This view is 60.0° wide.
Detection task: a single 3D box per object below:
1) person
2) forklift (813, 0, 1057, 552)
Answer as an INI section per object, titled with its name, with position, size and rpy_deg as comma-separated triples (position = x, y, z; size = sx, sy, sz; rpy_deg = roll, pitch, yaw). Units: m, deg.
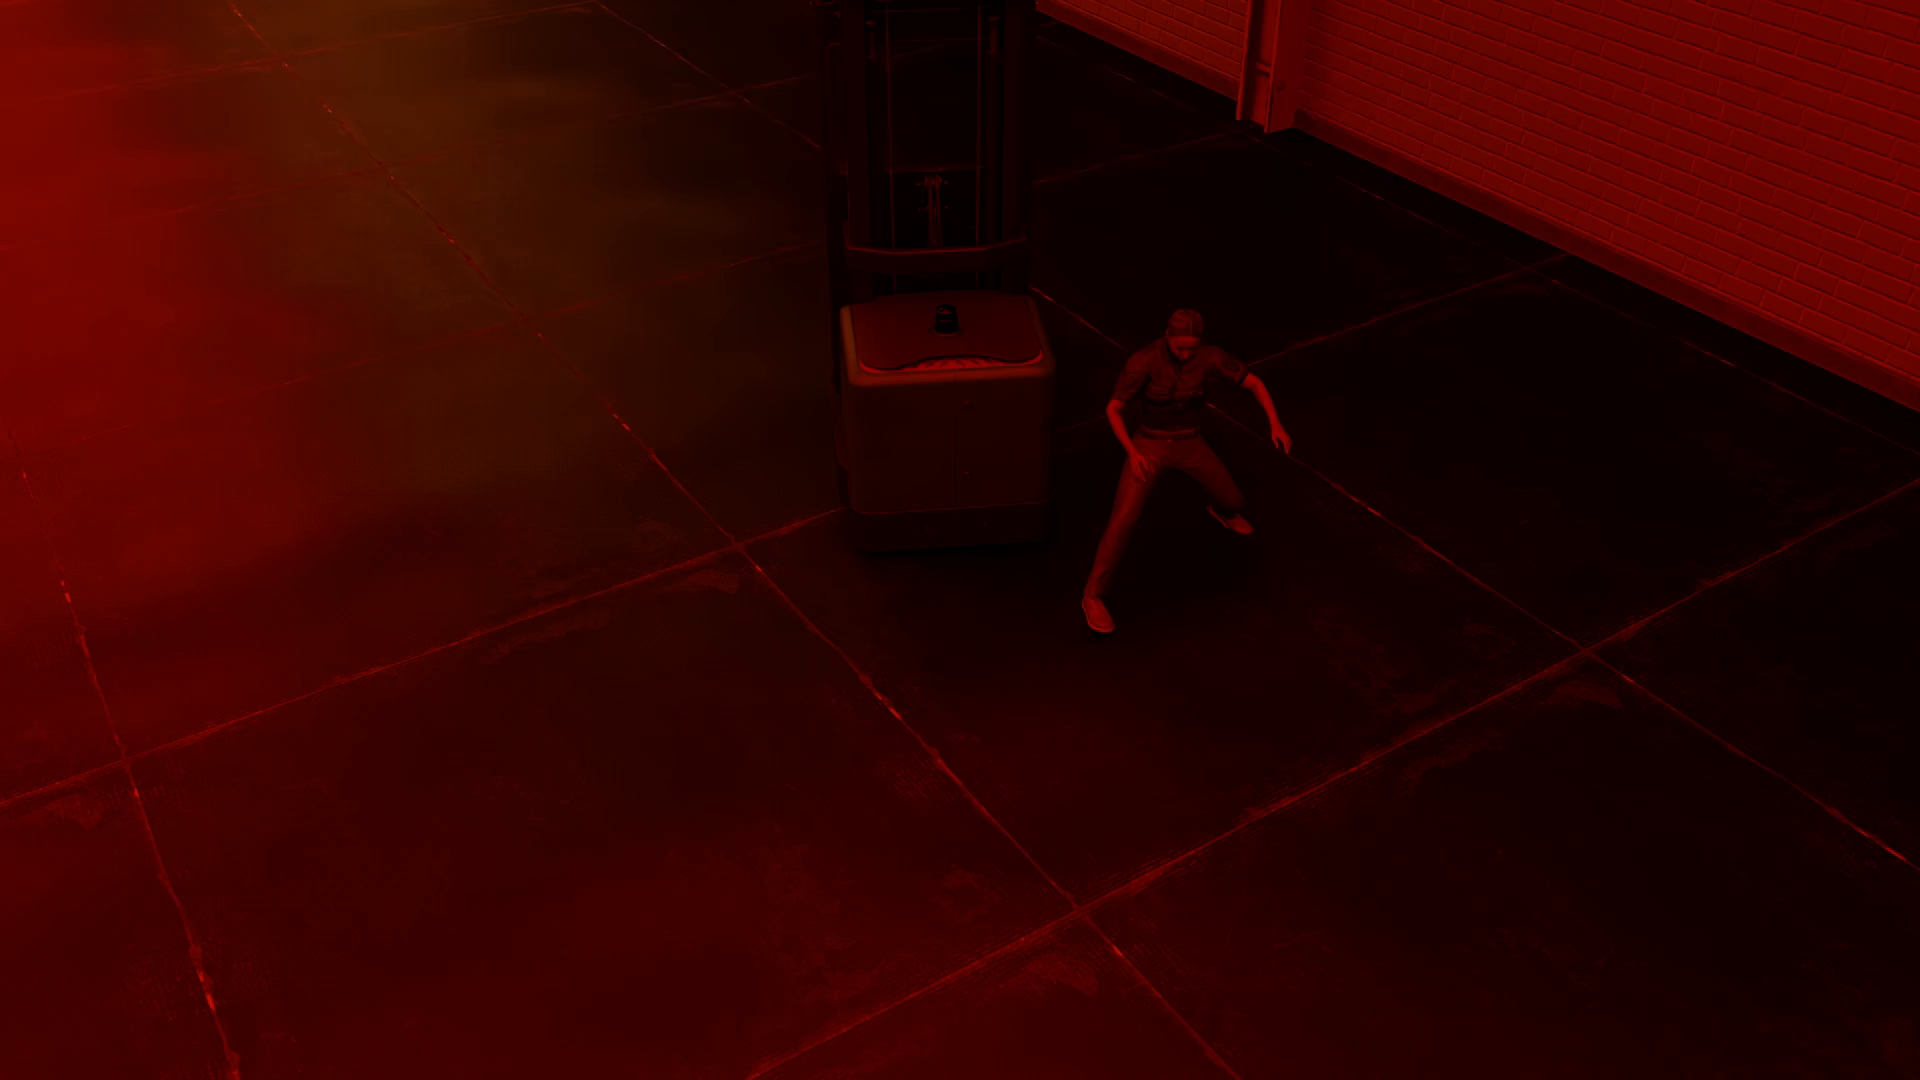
[person]
position = 1.080, -0.414, 8.051
size = 1.060, 1.492, 0.964
rpy_deg = -6, 35, -8
[forklift]
position = -0.200, -1.970, 8.952
size = 1.130, 2.935, 3.031
rpy_deg = -4, 35, -6
